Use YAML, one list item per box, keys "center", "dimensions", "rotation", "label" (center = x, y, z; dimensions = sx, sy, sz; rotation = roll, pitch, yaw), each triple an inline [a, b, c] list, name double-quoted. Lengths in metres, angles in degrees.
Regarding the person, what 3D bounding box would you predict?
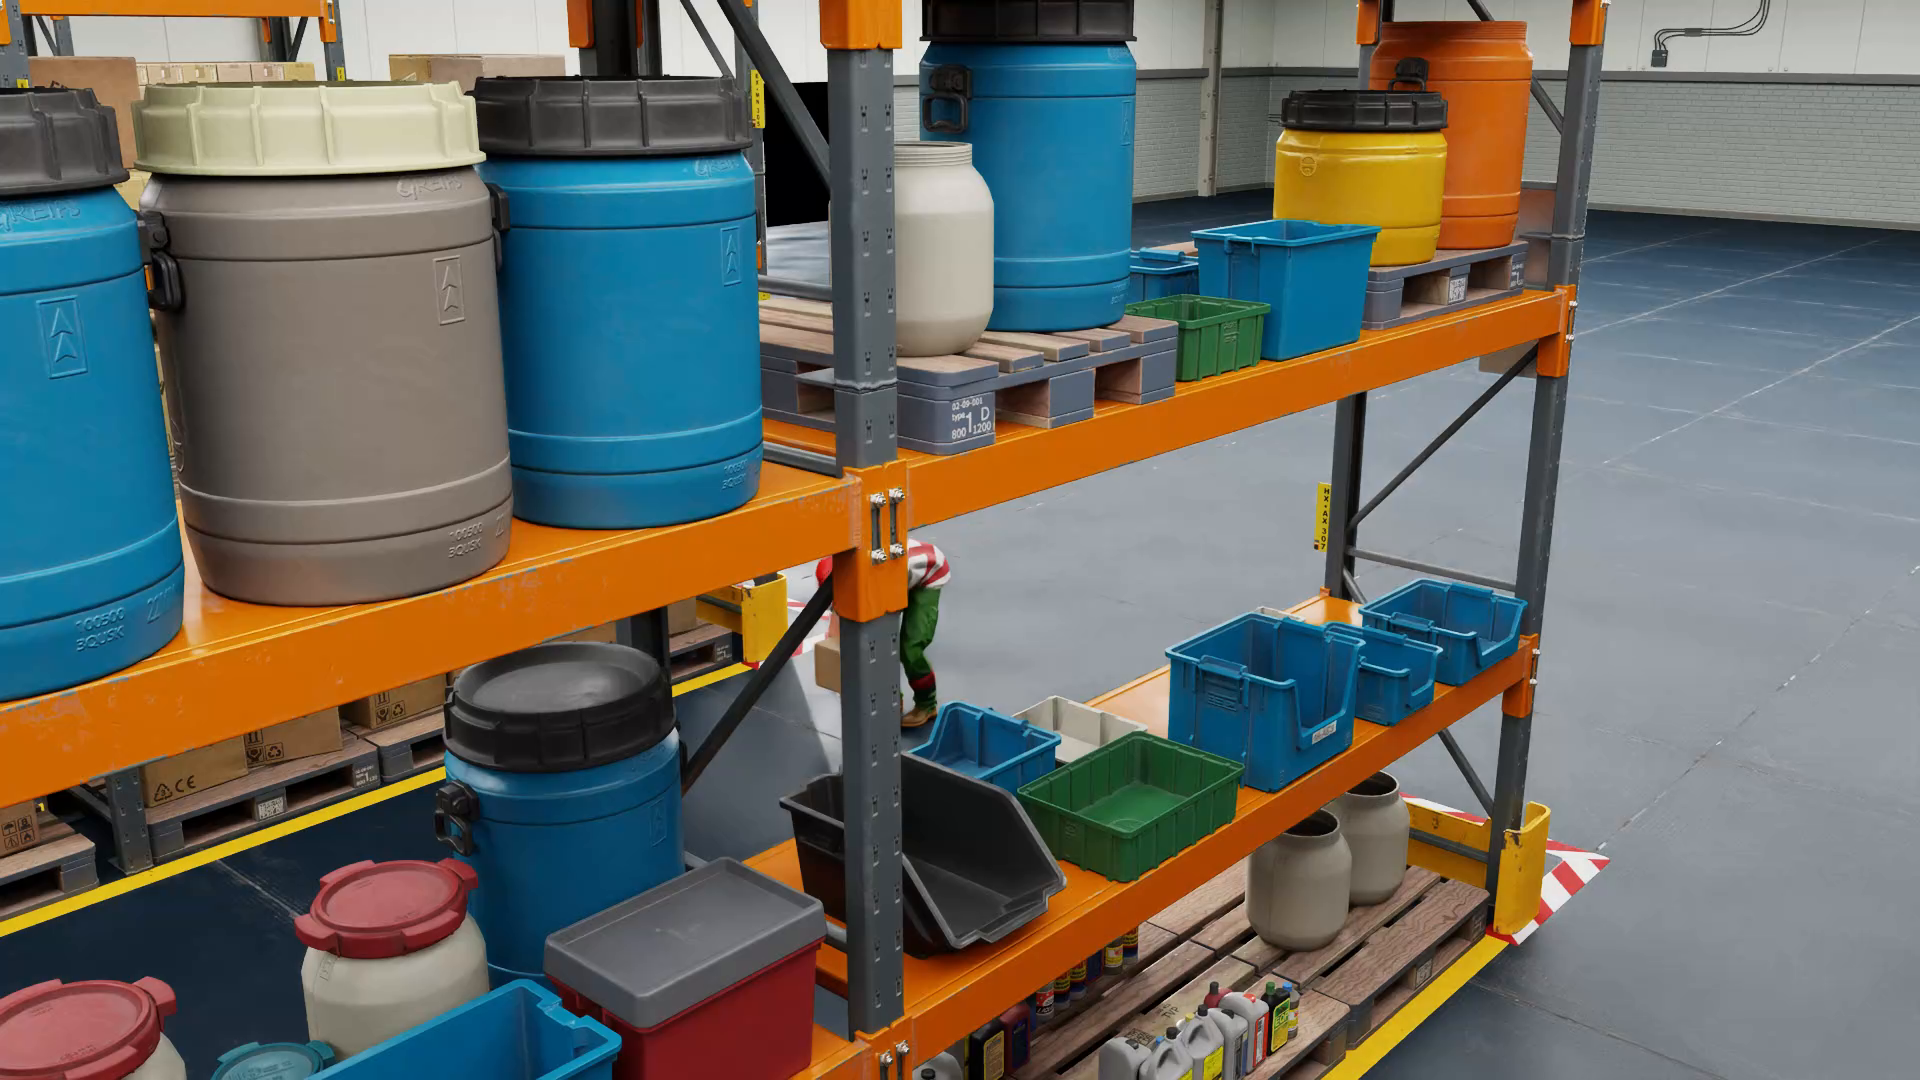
- center: [-0.448, 0.525, 9.383]
  dimensions: [0.517, 1.134, 0.951]
  rotation: [13, 21, 37]
  label: "person"
